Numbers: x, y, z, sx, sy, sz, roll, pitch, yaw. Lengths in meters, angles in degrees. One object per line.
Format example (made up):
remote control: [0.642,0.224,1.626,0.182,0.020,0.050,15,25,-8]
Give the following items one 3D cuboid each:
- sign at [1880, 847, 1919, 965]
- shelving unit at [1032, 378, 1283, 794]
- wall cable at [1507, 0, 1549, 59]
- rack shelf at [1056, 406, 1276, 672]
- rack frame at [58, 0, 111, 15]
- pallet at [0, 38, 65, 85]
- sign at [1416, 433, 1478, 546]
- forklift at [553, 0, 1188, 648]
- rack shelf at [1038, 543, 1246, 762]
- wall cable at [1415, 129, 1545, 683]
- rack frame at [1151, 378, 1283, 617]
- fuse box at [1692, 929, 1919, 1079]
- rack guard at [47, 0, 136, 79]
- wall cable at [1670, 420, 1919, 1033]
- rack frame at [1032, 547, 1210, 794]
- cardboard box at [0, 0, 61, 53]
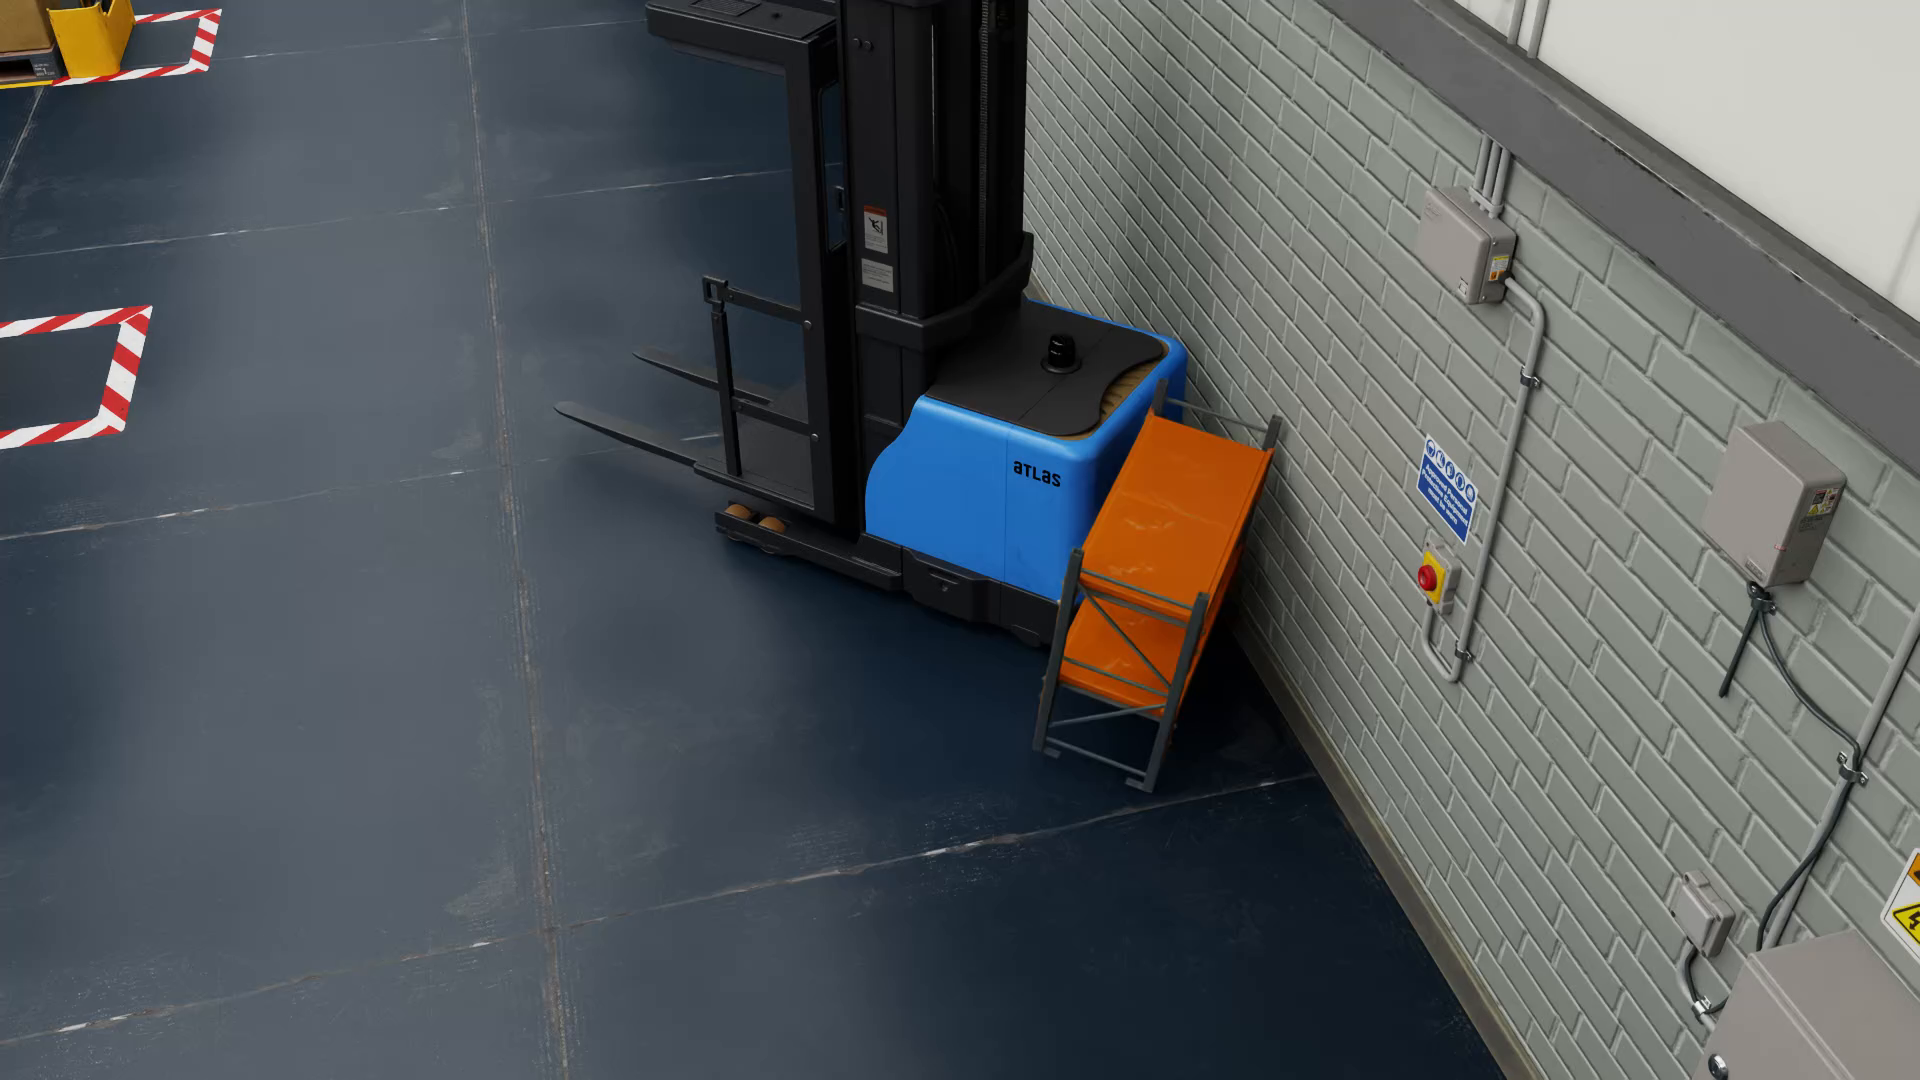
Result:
sign: [2.087,0.845,3.497,0.001,0.242,0.339,-9,38,-12]
shelving unit: [0.759,0.178,6.450,0.538,1.125,1.048,19,47,12]
wall cable: [1.475,-2.559,3.689,0.029,3.000,0.463,-9,38,-12]
rack shelf: [0.784,-0.025,6.240,0.538,0.278,1.000,19,47,12]
rack frame: [-6.527,-4.923,11.717,0.127,3.000,1.000,-9,38,-12]
pallet: [-7.278,-3.643,12.338,1.213,0.211,1.003,-9,38,-12]
sign: [1.541,-0.162,5.271,0.001,0.218,0.327,-9,38,-12]
forklift: [-0.544,-1.357,7.112,3.031,2.935,1.130,20,42,24]
rack shelf: [0.737,0.347,6.625,0.538,0.278,1.000,19,47,12]
wall cable: [1.494,-0.433,4.985,0.123,1.953,0.585,-9,38,-12]
rack frame: [0.949,-0.150,6.790,0.500,1.125,0.032,19,47,12]
fuse box: [1.901,1.750,4.054,0.414,1.711,0.539,-9,38,-12]
rack guard: [-6.504,-3.934,12.481,0.348,0.500,1.175,-9,38,-12]
wall cable: [1.875,0.410,3.909,0.122,1.984,0.588,-9,38,-12]
rack frame: [0.569,0.505,6.111,0.500,1.125,0.032,19,47,12]
cardboard box: [-7.124,-4.097,12.041,0.875,0.875,0.875,-9,38,-12]
